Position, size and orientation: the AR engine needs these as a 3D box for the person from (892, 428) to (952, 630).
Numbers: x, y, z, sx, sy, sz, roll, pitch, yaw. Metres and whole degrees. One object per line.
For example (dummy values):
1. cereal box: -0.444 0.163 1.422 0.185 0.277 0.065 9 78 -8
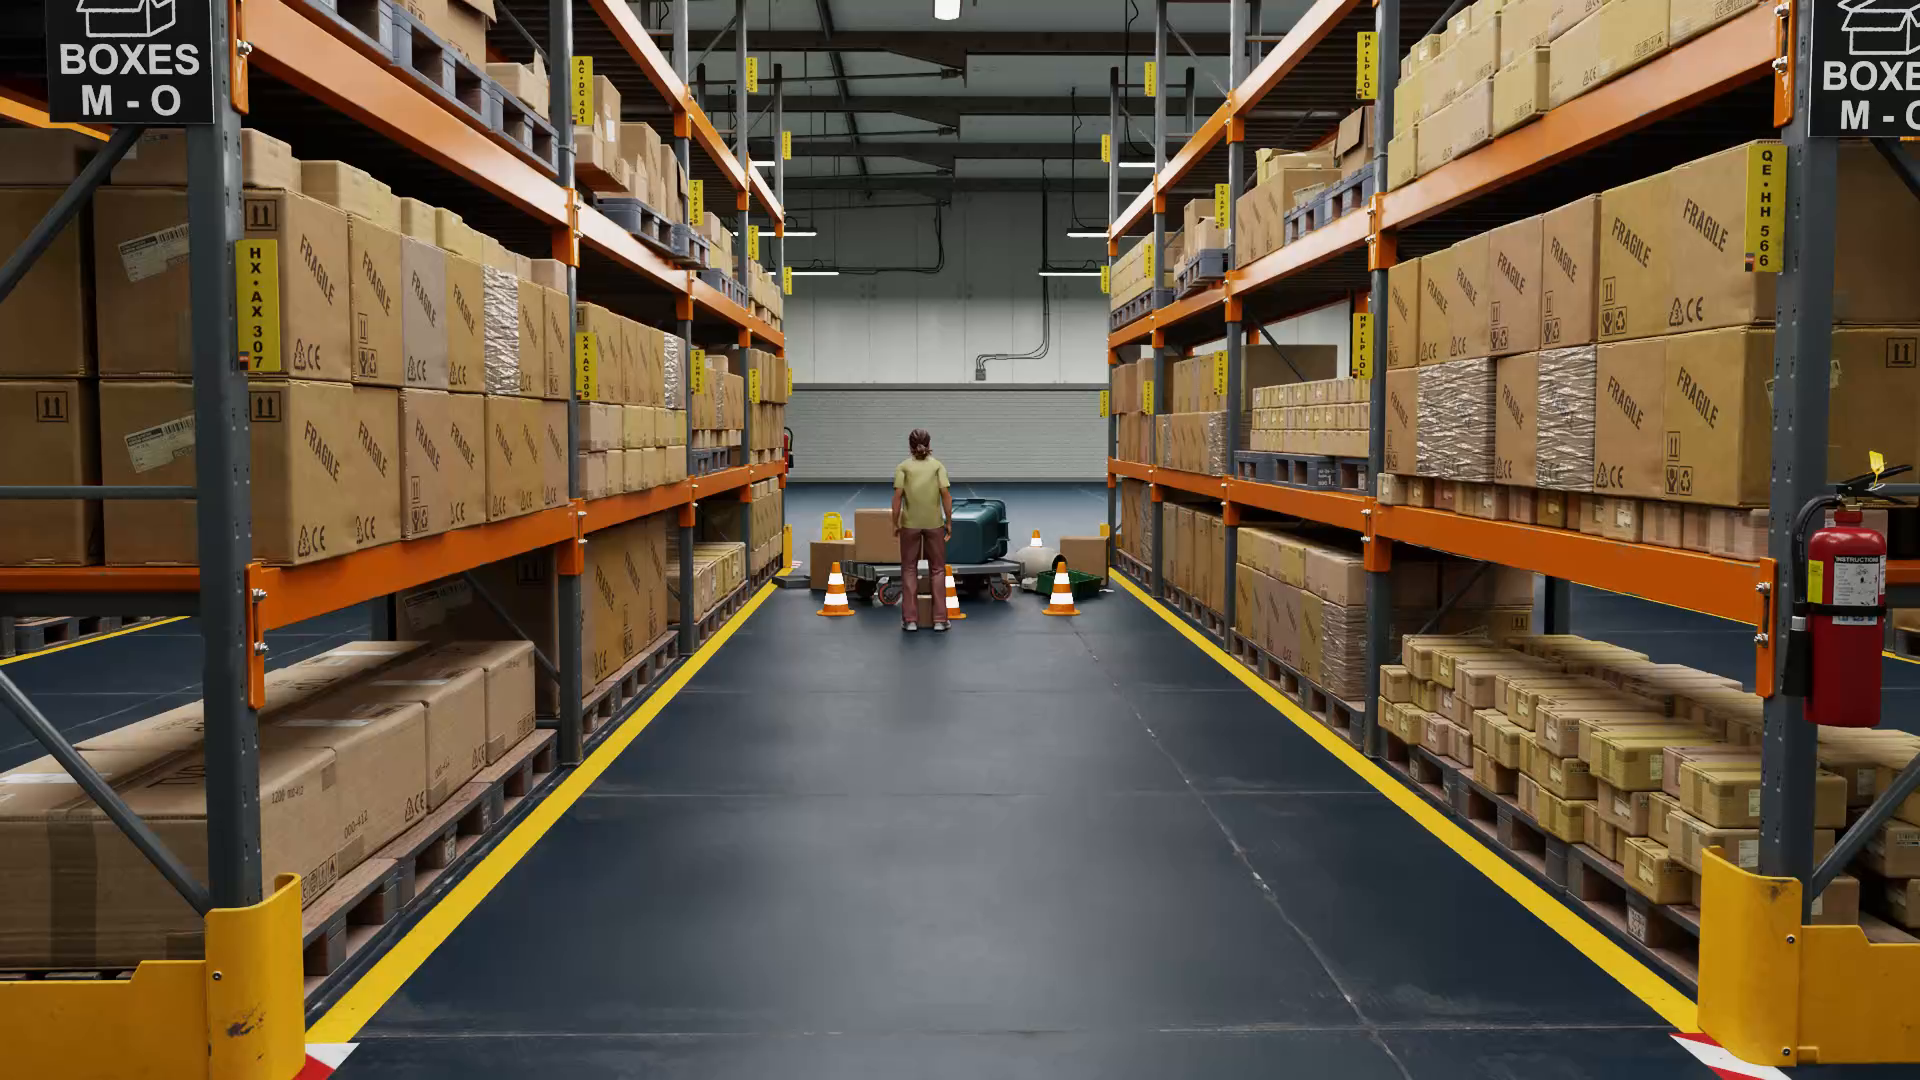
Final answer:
1. person: -0.317 -0.090 13.796 0.499 1.673 0.356 0 4 -4
